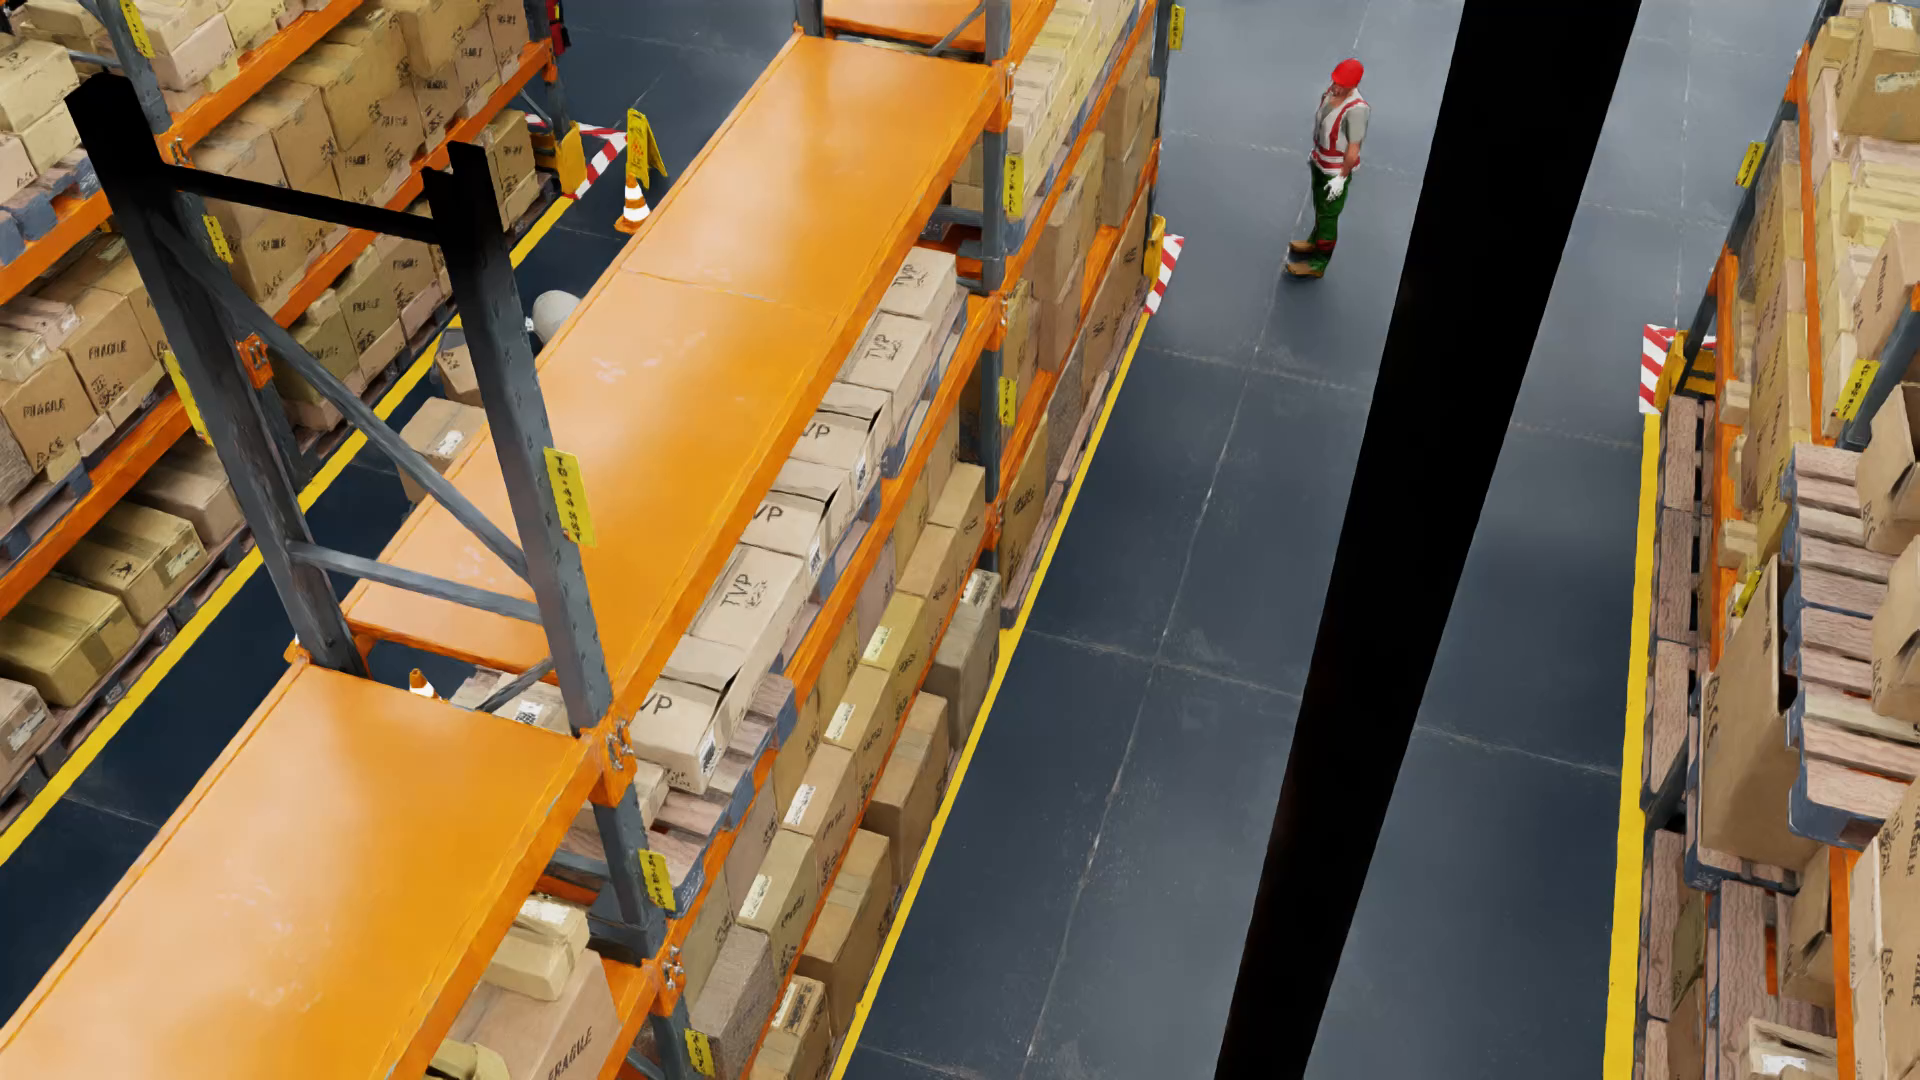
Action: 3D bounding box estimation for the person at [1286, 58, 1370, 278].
[{"bbox_3d":[2.779,-2.839,12.635,0.442,1.792,0.598,-9,46,-9],"label":"person"}]
